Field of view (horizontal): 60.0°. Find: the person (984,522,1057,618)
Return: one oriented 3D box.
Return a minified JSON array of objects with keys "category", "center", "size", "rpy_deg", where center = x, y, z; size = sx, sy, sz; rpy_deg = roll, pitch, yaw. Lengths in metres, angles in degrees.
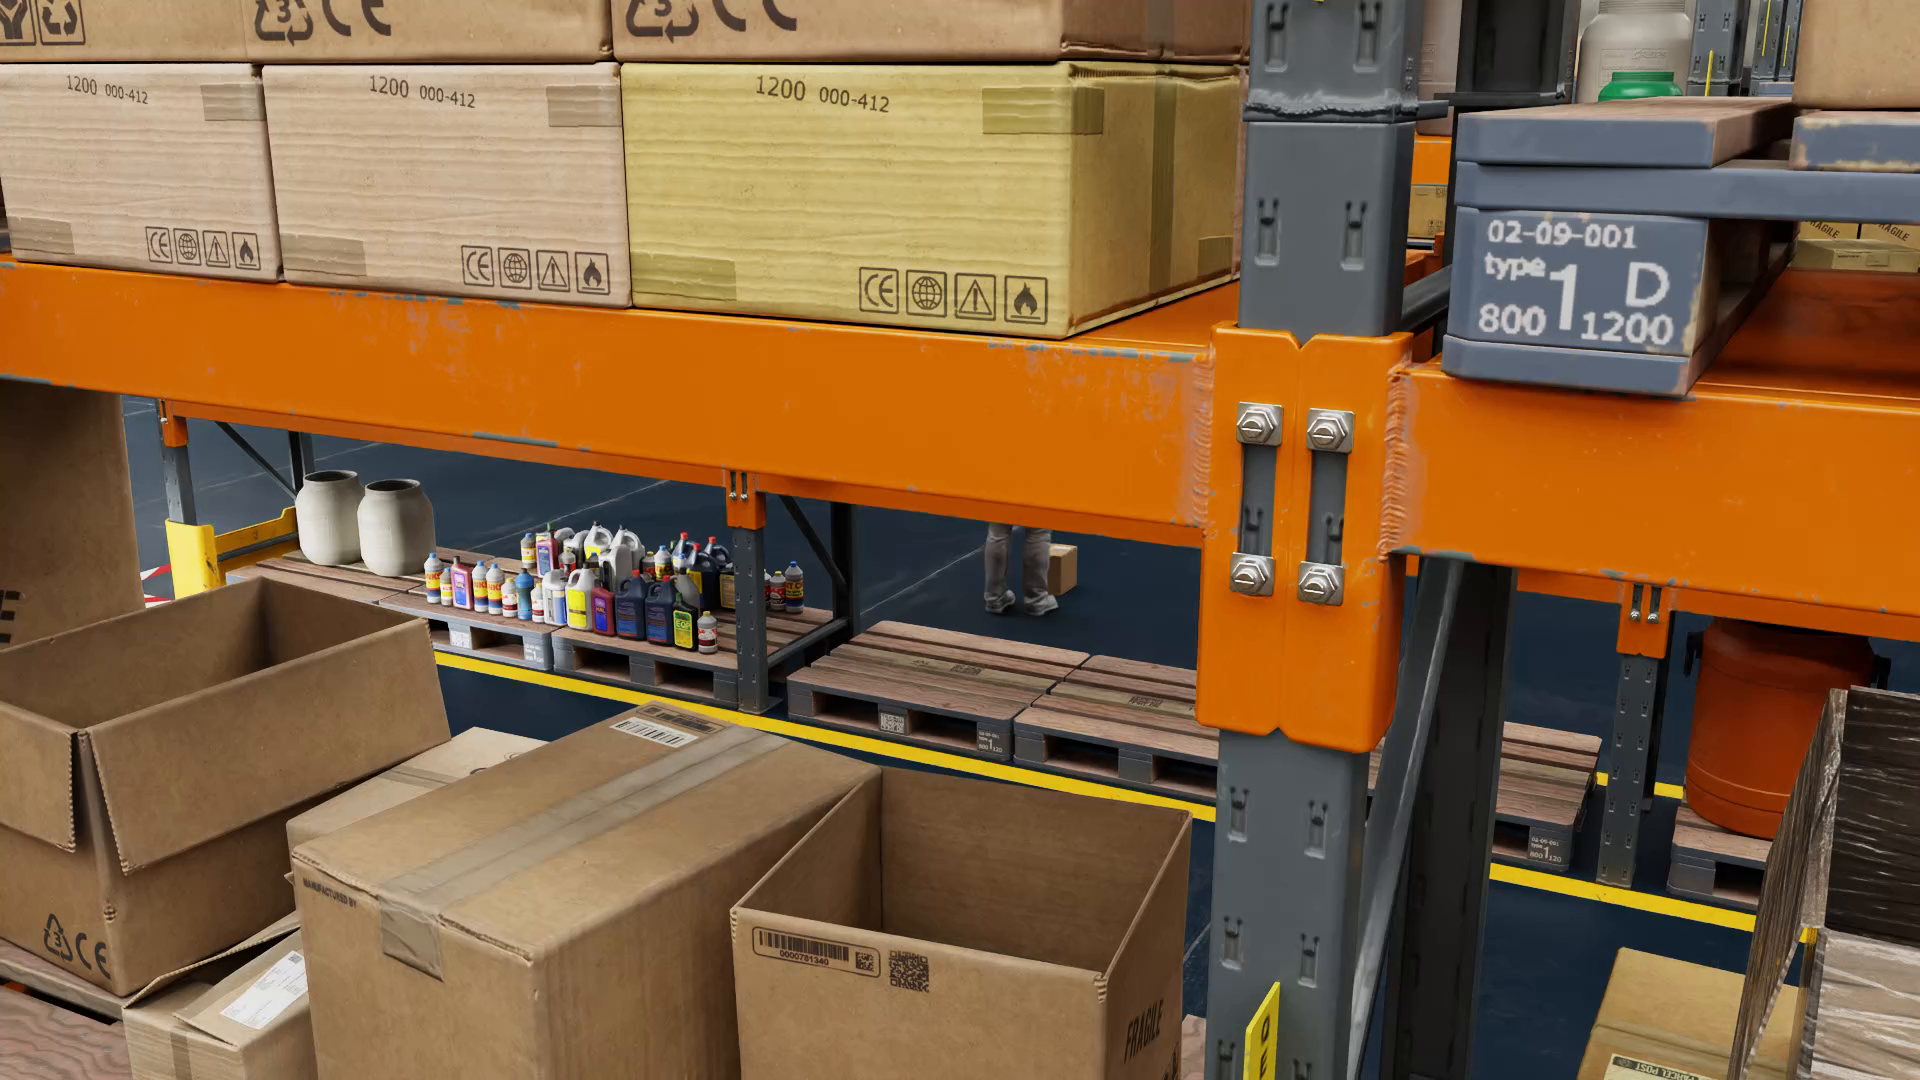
[{"category":"person","center":[0.330,-0.442,9.562],"size":[0.564,1.762,0.392],"rpy_deg":[8,18,27]}]
